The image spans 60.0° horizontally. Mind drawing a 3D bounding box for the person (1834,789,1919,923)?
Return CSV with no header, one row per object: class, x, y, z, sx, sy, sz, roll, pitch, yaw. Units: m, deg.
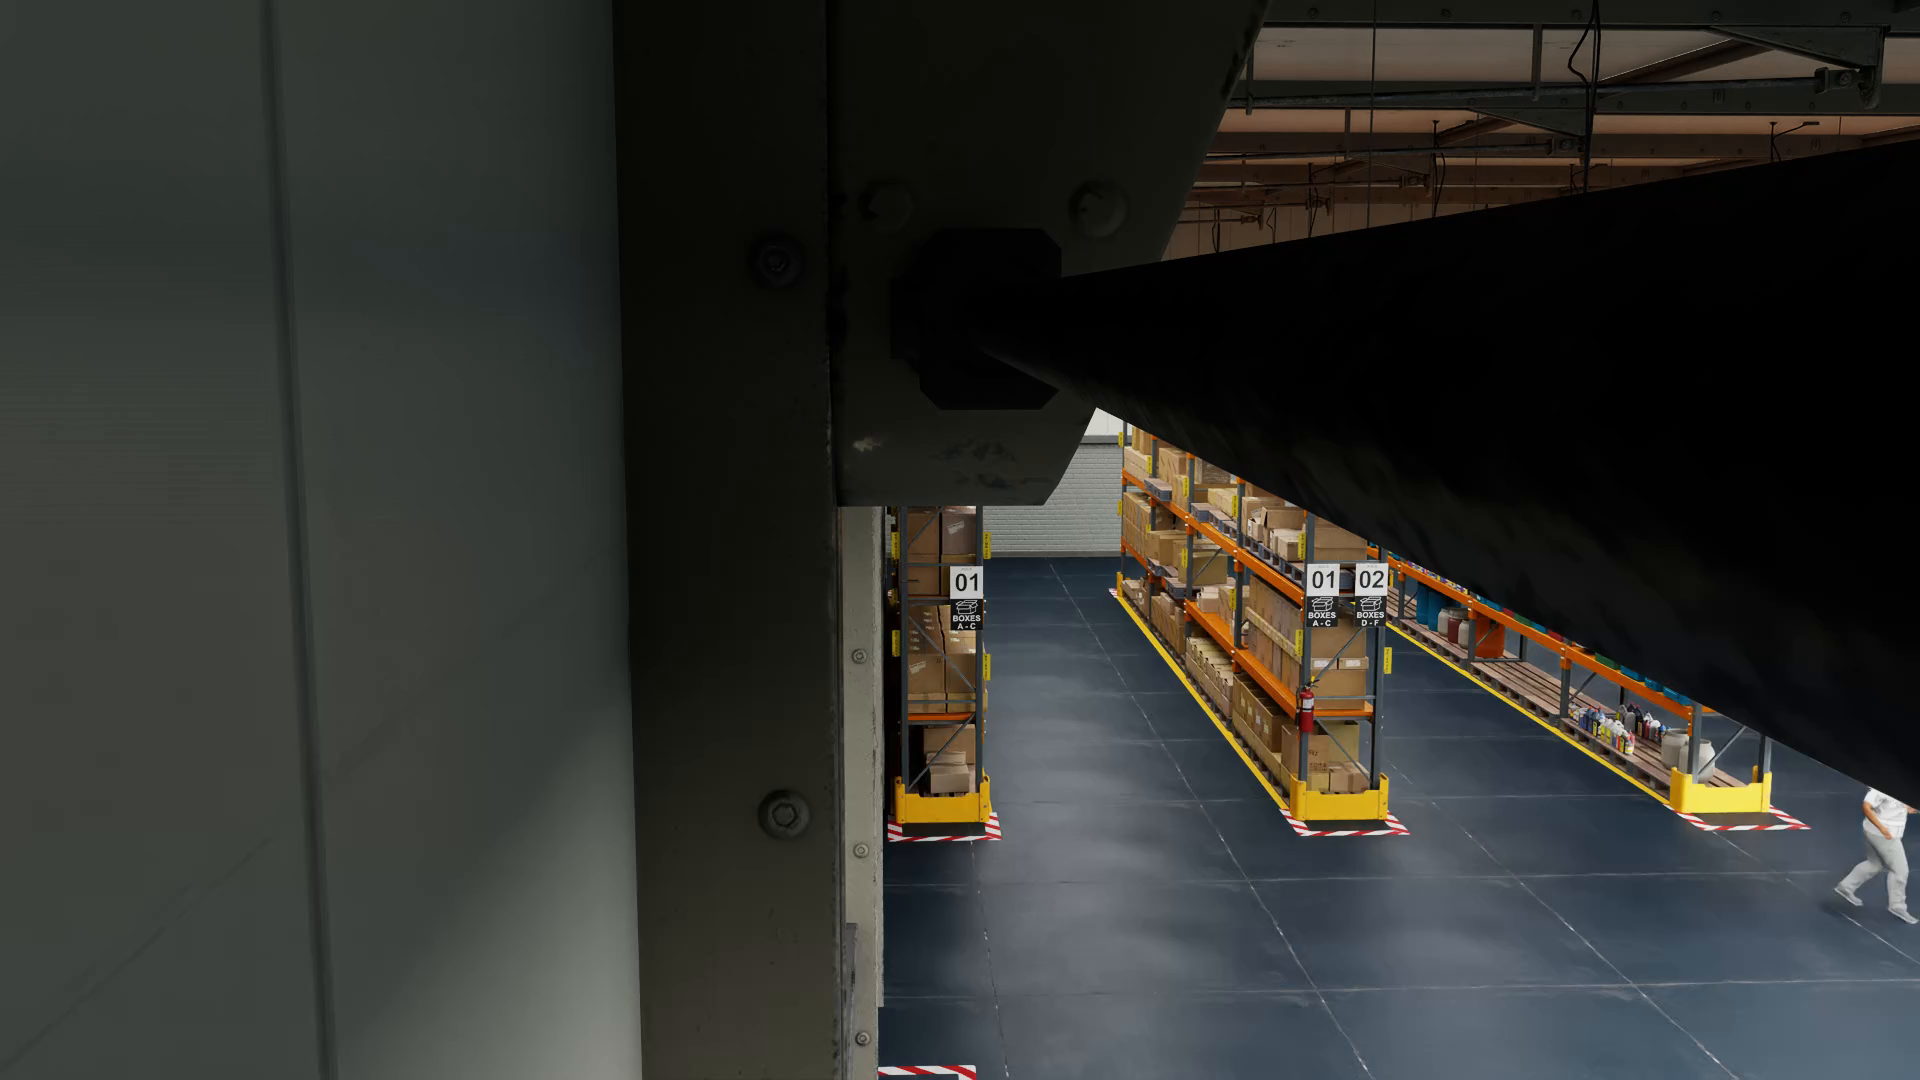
person,9.594,3.094,17.302,0.760,1.708,0.595,4,9,24
